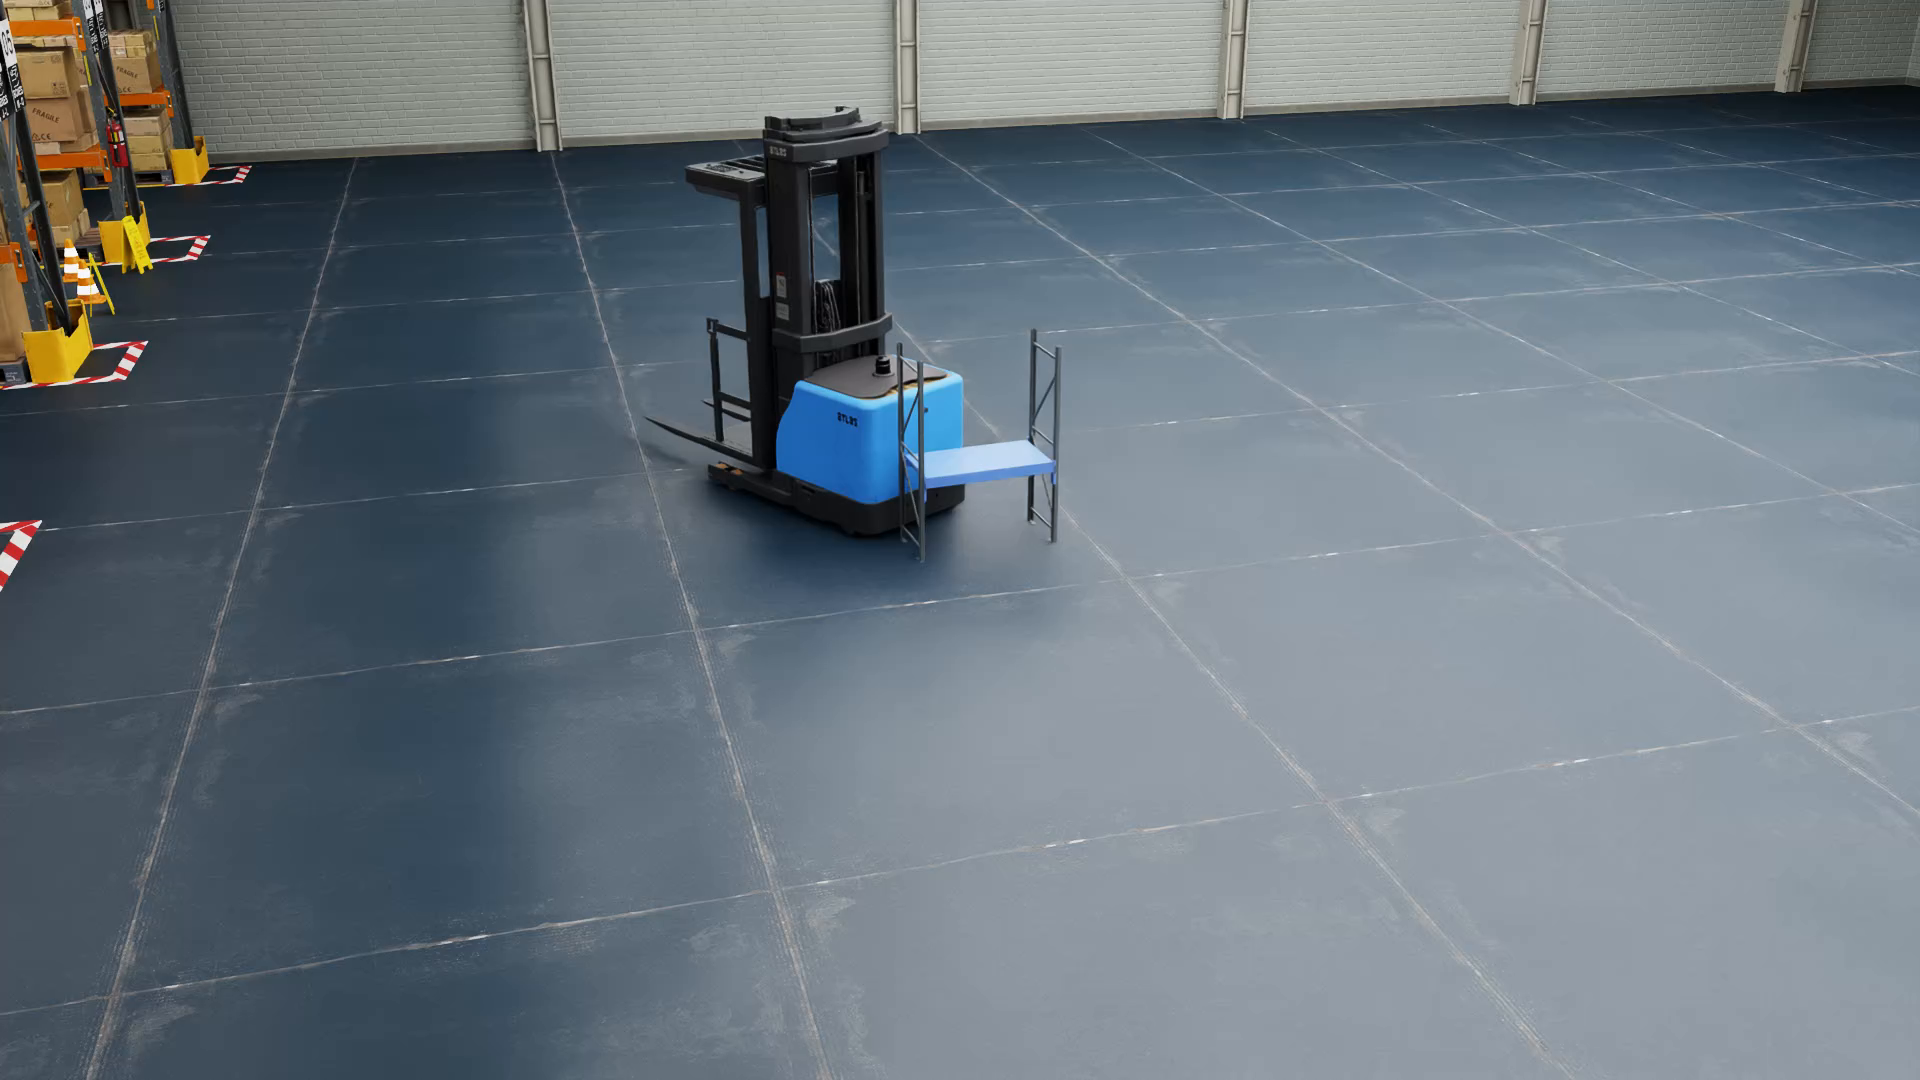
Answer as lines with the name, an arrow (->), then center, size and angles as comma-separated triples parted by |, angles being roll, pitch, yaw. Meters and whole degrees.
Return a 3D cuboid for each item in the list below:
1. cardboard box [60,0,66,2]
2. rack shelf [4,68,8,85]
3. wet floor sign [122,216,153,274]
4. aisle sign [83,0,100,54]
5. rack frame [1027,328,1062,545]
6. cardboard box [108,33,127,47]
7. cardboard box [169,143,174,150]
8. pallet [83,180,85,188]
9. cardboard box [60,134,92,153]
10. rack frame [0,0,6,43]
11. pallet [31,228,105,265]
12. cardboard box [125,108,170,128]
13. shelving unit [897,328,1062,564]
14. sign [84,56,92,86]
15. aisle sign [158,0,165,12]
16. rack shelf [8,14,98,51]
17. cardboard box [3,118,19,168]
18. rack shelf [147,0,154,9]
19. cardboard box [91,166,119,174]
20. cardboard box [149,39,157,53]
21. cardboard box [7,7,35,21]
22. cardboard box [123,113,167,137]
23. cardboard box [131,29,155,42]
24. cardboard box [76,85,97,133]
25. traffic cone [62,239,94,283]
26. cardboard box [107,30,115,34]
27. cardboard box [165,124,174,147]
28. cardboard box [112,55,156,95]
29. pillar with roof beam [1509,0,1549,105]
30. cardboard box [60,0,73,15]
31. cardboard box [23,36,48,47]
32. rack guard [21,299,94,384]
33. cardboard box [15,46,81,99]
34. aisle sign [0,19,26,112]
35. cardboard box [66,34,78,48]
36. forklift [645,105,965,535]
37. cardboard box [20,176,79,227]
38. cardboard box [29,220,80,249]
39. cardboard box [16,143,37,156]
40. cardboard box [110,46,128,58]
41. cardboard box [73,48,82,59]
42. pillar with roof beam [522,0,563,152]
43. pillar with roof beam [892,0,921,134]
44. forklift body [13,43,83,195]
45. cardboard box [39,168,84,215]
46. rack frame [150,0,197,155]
cardboard box -> -10.755, -6.443, 19.470 | 0.500, 0.250, 0.500 | -7, 24, -15
rack shelf -> -10.690, -3.915, 14.679 | 4.000, 0.370, 1.077 | -6, 24, -14
wet floor sign -> -9.727, -3.481, 19.545 | 0.232, 0.644, 0.267 | 2, 23, 4
aisle sign -> -10.061, -6.040, 19.226 | 0.004, 0.787, 0.394 | -6, 24, -14
rack frame -> 0.610, -0.747, 12.089 | 0.032, 1.500, 0.500 | -8, 25, -18
cardboard box -> -12.060, -7.158, 23.801 | 0.250, 0.149, 0.380 | -6, 24, -14
cardboard box -> -12.069, -5.785, 24.882 | 0.500, 0.250, 0.500 | -6, 24, -14
pallet -> -13.441, -5.326, 24.394 | 1.213, 0.211, 1.003 | -6, 24, -14
cardboard box -> -10.501, -4.713, 19.748 | 0.250, 0.149, 0.380 | -5, 24, -13
rack frame -> -8.764, -5.837, 14.442 | 0.127, 3.000, 1.000 | -6, 24, -14
pallet -> -11.064, -3.586, 20.341 | 1.213, 0.211, 1.003 | -6, 24, -14
cardboard box -> -12.057, -6.243, 24.681 | 0.500, 0.250, 0.500 | -7, 24, -15
shelving unit -> 0.132, -0.679, 11.931 | 1.048, 1.500, 0.538 | -8, 25, -18
sign -> -10.068, -5.414, 19.193 | 0.005, 0.325, 0.100 | -6, 24, -14
aisle sign -> -11.401, -7.923, 23.615 | 0.004, 0.787, 0.394 | -6, 24, -14
rack shelf -> -12.125, -5.784, 19.034 | 4.000, 0.370, 1.077 | -6, 24, -14
cardboard box -> -9.132, -3.621, 15.325 | 0.550, 0.550, 0.875 | -6, 24, -14
rack shelf -> -13.469, -7.668, 23.425 | 4.000, 0.370, 1.077 | -6, 24, -14
cardboard box -> -12.392, -5.543, 24.319 | 0.500, 0.250, 0.500 | -6, 24, -14
cardboard box -> -11.940, -7.240, 24.369 | 0.250, 0.149, 0.380 | -7, 24, -16
cardboard box -> -10.698, -6.029, 19.011 | 0.250, 0.149, 0.380 | -6, 24, -14
cardboard box -> -11.902, -6.055, 24.243 | 0.500, 0.250, 0.500 | -5, 24, -13
cardboard box -> -11.924, -7.359, 24.270 | 0.250, 0.149, 0.380 | -7, 24, -15
cardboard box -> -10.730, -5.187, 20.030 | 0.500, 0.500, 0.500 | -7, 24, -15
traffic cone -> -10.264, -3.248, 19.232 | 0.334, 0.463, 0.336 | -6, 24, -14
cardboard box -> -12.436, -7.311, 24.157 | 0.250, 0.149, 0.380 | -6, 24, -13
cardboard box -> -12.052, -6.021, 24.799 | 0.500, 0.250, 0.500 | -6, 24, -13
cardboard box -> -11.946, -6.727, 23.997 | 0.500, 0.500, 0.500 | -7, 24, -16
pillar with roof beam -> 11.814, -10.780, 25.961 | 0.400, 9.000, 9.100 | -6, 24, -14
cardboard box -> -10.606, -6.300, 19.643 | 0.250, 0.149, 0.380 | -6, 24, -14
cardboard box -> -13.033, -7.022, 23.484 | 0.250, 0.149, 0.380 | -6, 24, -13
rack guard -> -8.741, -1.934, 16.124 | 0.348, 0.500, 1.175 | -6, 24, -14
cardboard box -> -10.632, -5.454, 19.385 | 0.500, 0.500, 0.700 | -7, 24, -16
aisle sign -> -8.777, -4.397, 15.396 | 0.004, 0.787, 0.394 | -6, 24, -14
cardboard box -> -12.565, -7.121, 23.716 | 0.250, 0.149, 0.380 | -6, 24, -14
forklift -> -1.366, -1.866, 12.882 | 3.031, 2.935, 1.130 | 21, 31, 40
cardboard box -> -10.900, -4.039, 19.862 | 0.500, 0.500, 0.500 | -6, 24, -14
cardboard box -> -10.928, -3.688, 19.995 | 0.500, 0.250, 0.500 | -6, 24, -15
cardboard box -> -10.968, -4.624, 19.542 | 0.250, 0.149, 0.380 | -7, 24, -15
cardboard box -> -12.039, -6.995, 23.800 | 0.250, 0.149, 0.380 | -6, 24, -14
cardboard box -> -12.548, -6.969, 23.738 | 0.250, 0.149, 0.380 | -6, 24, -15
pillar with roof beam -> -5.517, -8.863, 21.493 | 0.400, 9.000, 9.100 | -6, 24, -14
pillar with roof beam -> 0.260, -9.502, 22.983 | 0.400, 9.000, 9.100 | -6, 24, -14
forklift body -> -12.876, -5.549, 22.454 | 1.214, 2.155, 2.313 | -6, 24, -14
cardboard box -> -11.073, -4.239, 20.330 | 0.500, 0.500, 0.500 | -7, 24, -16
rack frame -> -11.543, -6.833, 24.371 | 0.127, 3.000, 1.000 | -6, 24, -14
